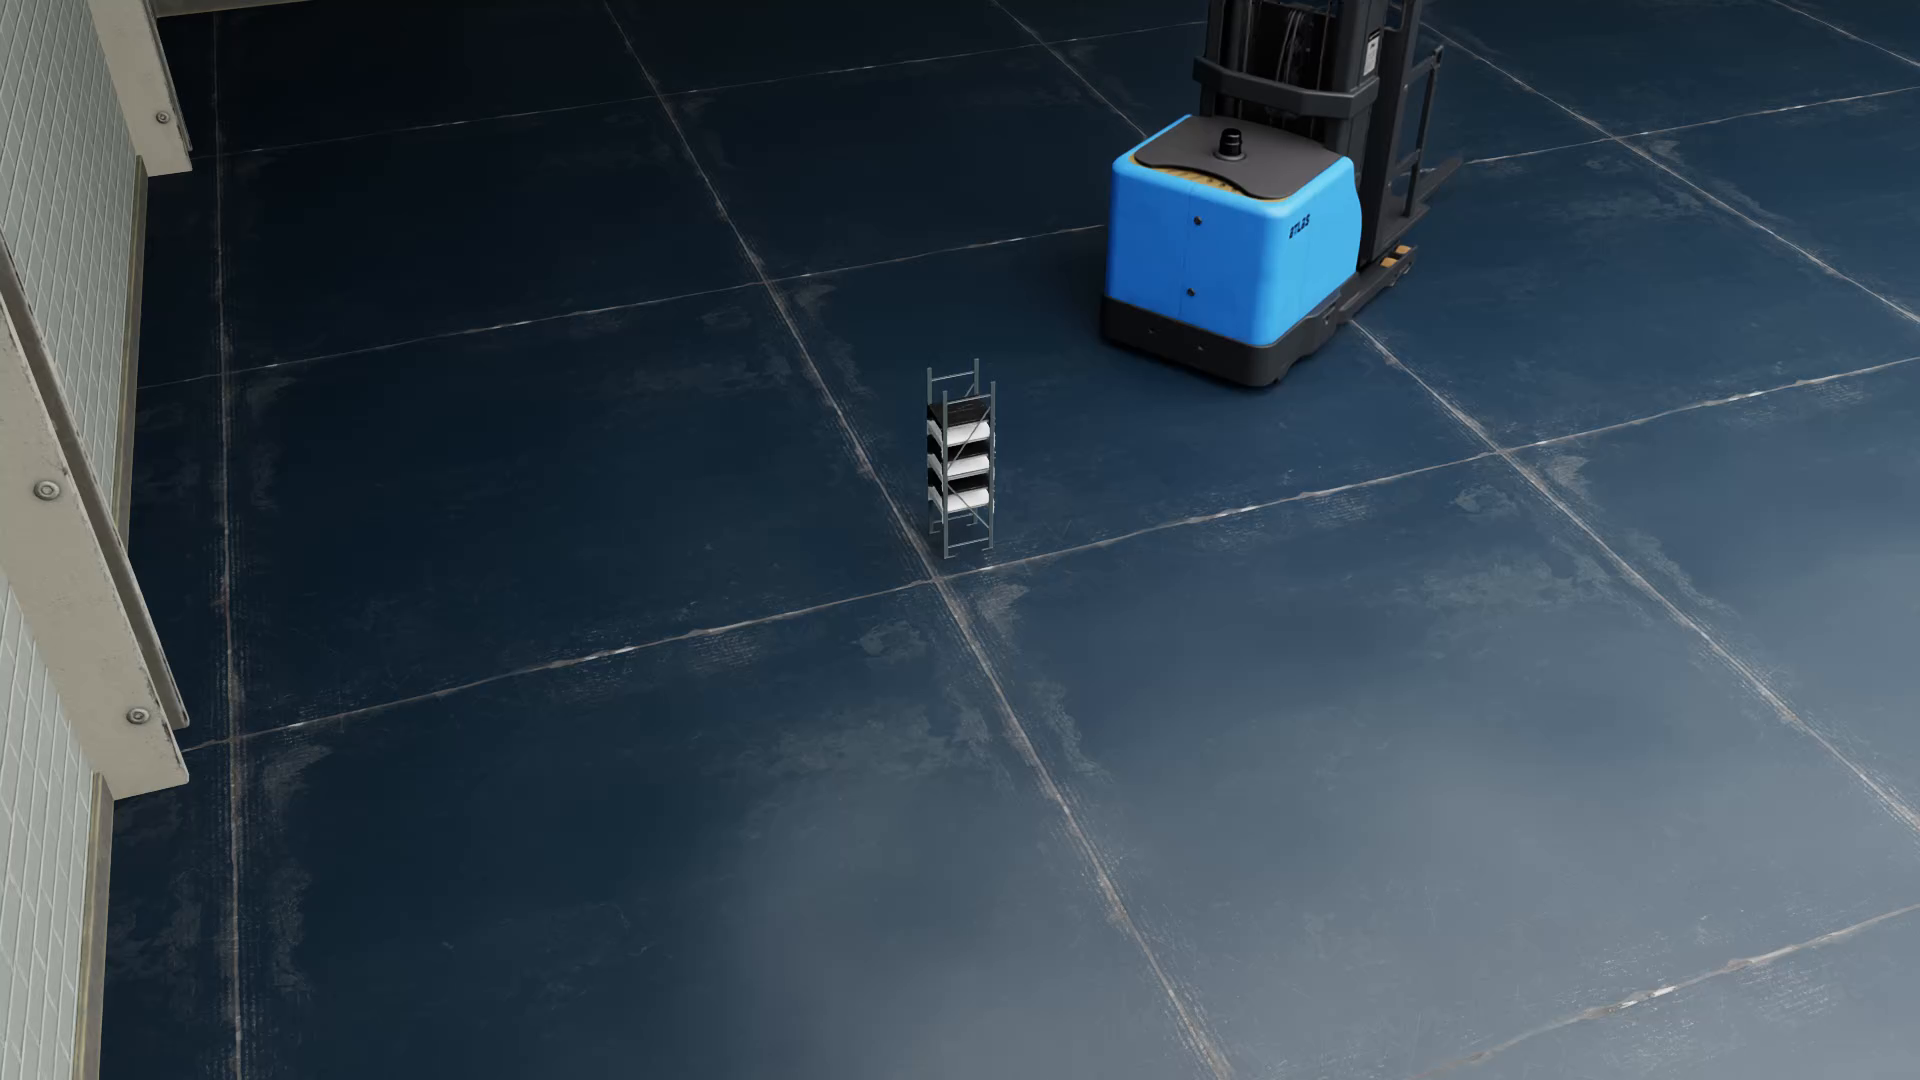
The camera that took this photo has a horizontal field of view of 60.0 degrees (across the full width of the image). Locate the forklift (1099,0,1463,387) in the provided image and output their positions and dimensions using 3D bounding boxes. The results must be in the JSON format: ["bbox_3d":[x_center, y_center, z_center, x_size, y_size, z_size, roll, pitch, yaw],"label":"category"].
[{"bbox_3d":[2.046,-2.809,9.043,1.130,2.935,3.031,24,43,28],"label":"forklift"}]

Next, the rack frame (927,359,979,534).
[{"bbox_3d":[-0.032,-0.412,7.549,0.240,0.900,0.006,-12,39,-16],"label":"rack frame"}]

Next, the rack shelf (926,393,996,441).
[{"bbox_3d":[0.003,-0.544,7.331,0.258,0.077,0.200,-12,39,-16],"label":"rack shelf"}]

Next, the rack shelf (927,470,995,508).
[{"bbox_3d":[0.003,-0.256,7.547,0.258,0.077,0.200,-12,39,-16],"label":"rack shelf"}]

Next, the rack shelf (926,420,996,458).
[{"bbox_3d":[0.003,-0.472,7.385,0.258,0.077,0.200,-12,39,-16],"label":"rack shelf"}]

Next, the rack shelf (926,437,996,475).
[{"bbox_3d":[0.003,-0.400,7.439,0.258,0.077,0.200,-12,39,-16],"label":"rack shelf"}]

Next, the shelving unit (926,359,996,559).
[{"bbox_3d":[0.003,-0.355,7.473,0.258,0.900,0.210,-12,39,-16],"label":"shelving unit"}]

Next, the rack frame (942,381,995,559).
[{"bbox_3d":[0.038,-0.297,7.397,0.240,0.900,0.006,-12,39,-16],"label":"rack frame"}]

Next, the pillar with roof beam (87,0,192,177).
[{"bbox_3d":[-1.247,-7.007,9.574,9.100,9.000,0.400,-12,39,-16],"label":"pillar with roof beam"}]

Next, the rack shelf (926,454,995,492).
[{"bbox_3d":[0.003,-0.328,7.493,0.258,0.077,0.200,-12,39,-16],"label":"rack shelf"}]

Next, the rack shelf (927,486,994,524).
[{"bbox_3d":[0.003,-0.184,7.602,0.258,0.077,0.200,-12,39,-16],"label":"rack shelf"}]

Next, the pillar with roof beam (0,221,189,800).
[{"bbox_3d":[0.818,-3.618,5.074,9.100,9.000,0.400,-12,39,-16],"label":"pillar with roof beam"}]
